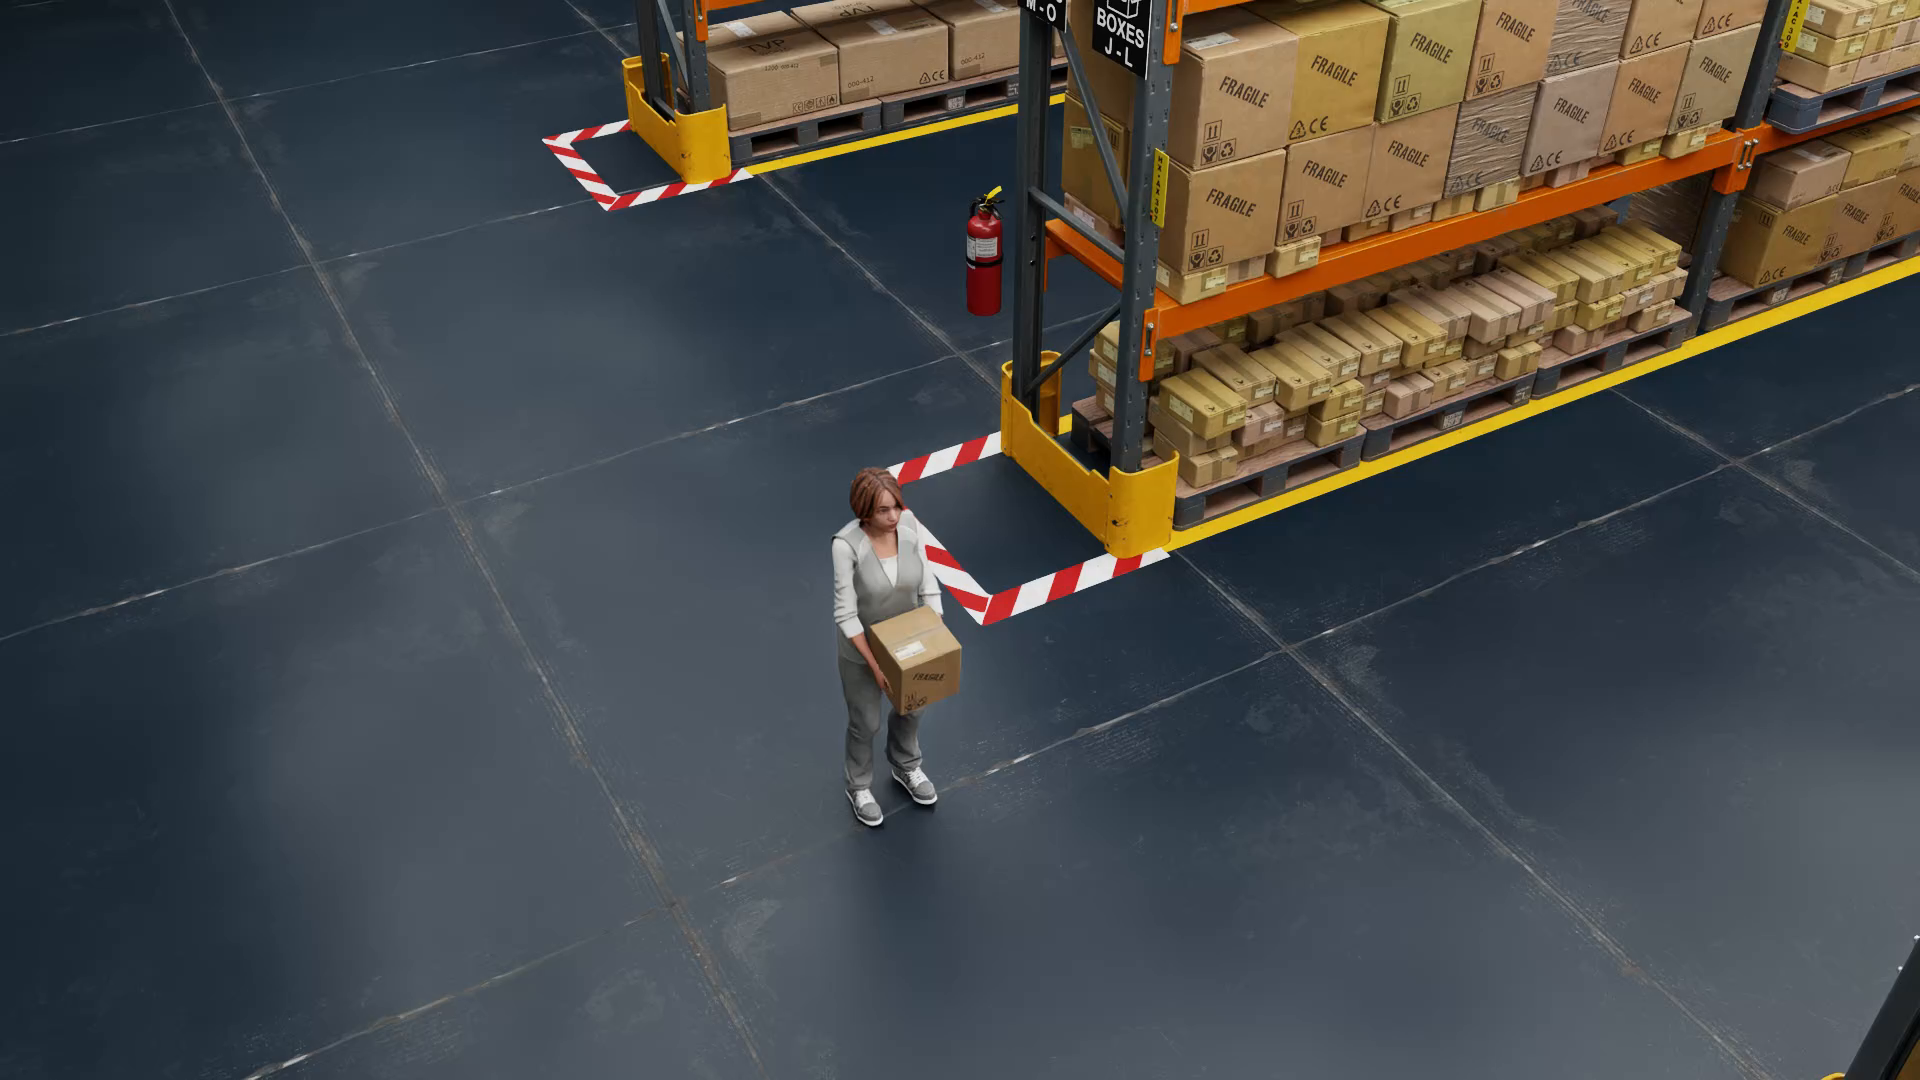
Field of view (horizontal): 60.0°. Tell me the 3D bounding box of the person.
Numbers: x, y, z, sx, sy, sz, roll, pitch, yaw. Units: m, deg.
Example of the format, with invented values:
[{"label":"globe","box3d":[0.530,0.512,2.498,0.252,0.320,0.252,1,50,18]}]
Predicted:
[{"label":"person","box3d":[-0.258,0.442,6.355,0.438,1.591,0.471,-20,42,-24]}]
